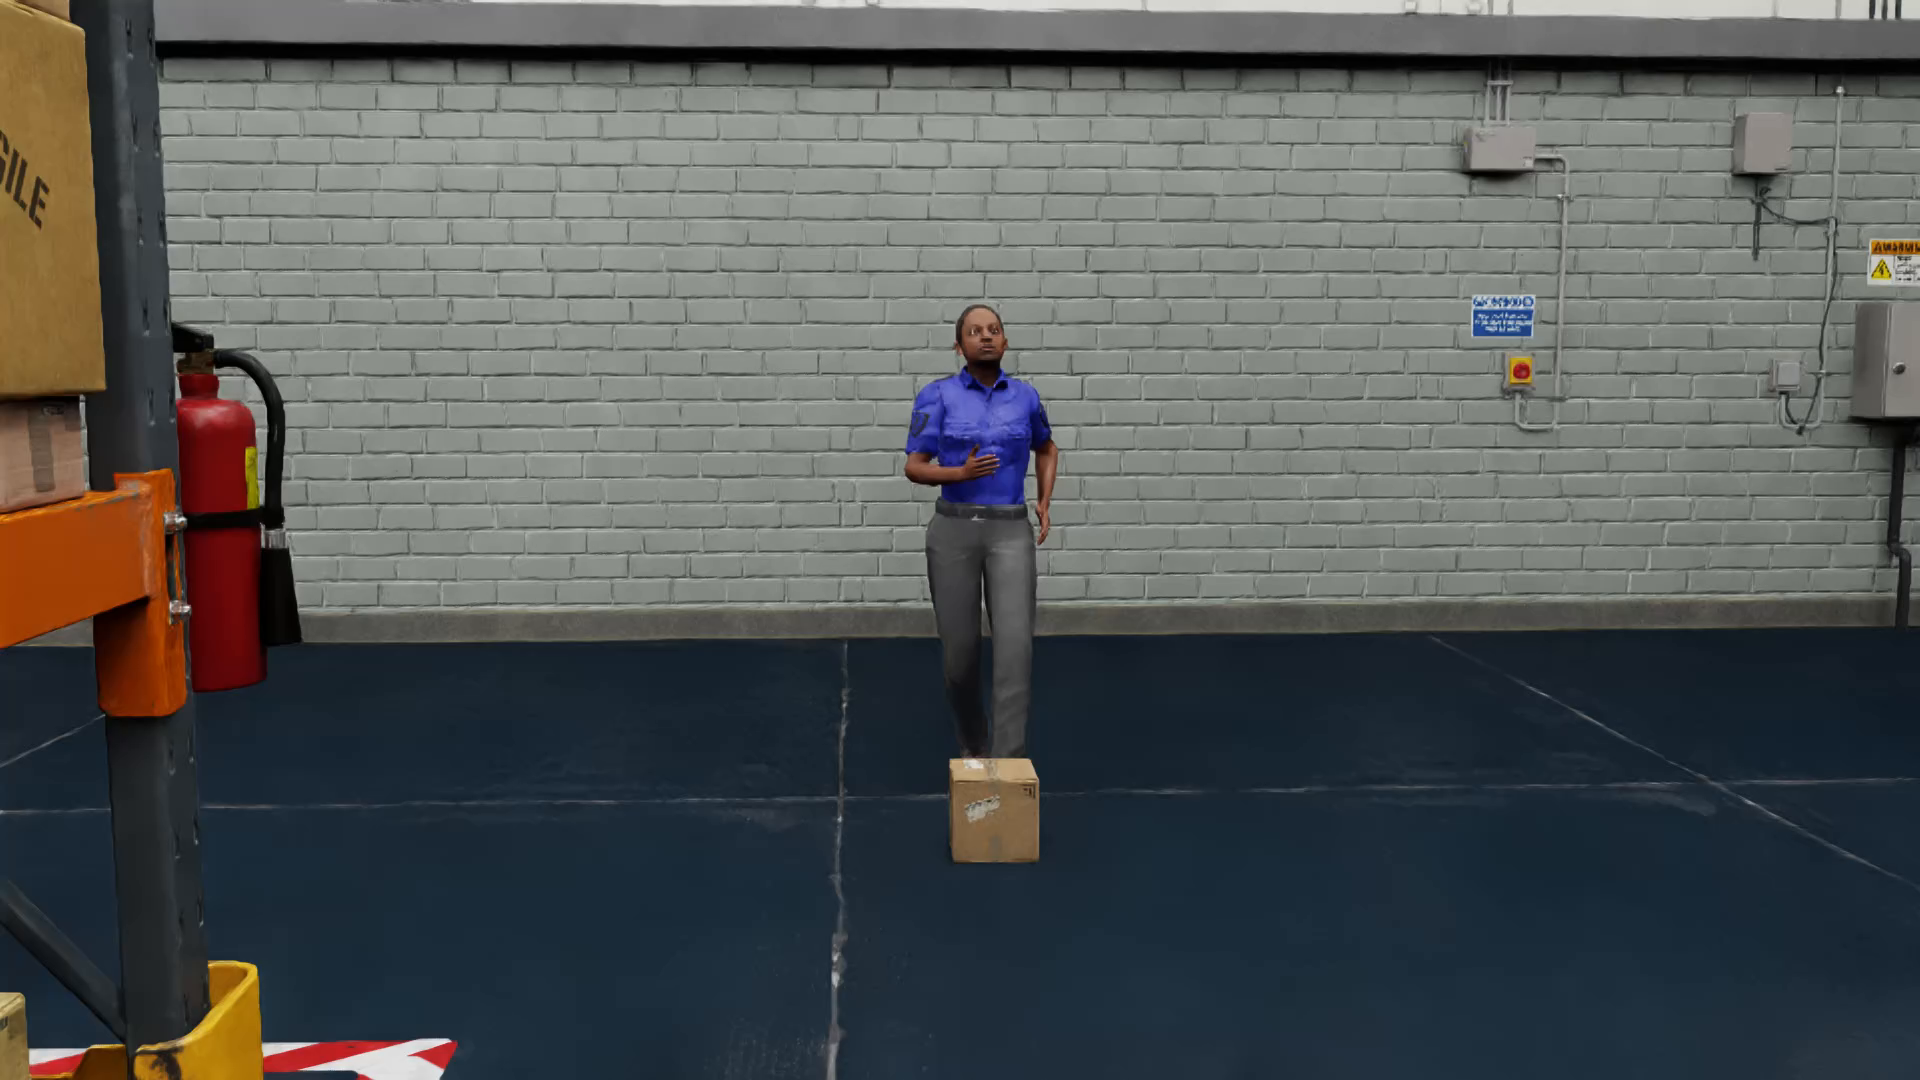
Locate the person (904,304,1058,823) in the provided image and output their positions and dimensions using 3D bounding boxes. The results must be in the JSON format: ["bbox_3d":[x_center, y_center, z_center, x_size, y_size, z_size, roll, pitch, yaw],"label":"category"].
[{"bbox_3d":[0.086,0.048,5.452,0.535,1.635,0.795,0,7,-2],"label":"person"}]
